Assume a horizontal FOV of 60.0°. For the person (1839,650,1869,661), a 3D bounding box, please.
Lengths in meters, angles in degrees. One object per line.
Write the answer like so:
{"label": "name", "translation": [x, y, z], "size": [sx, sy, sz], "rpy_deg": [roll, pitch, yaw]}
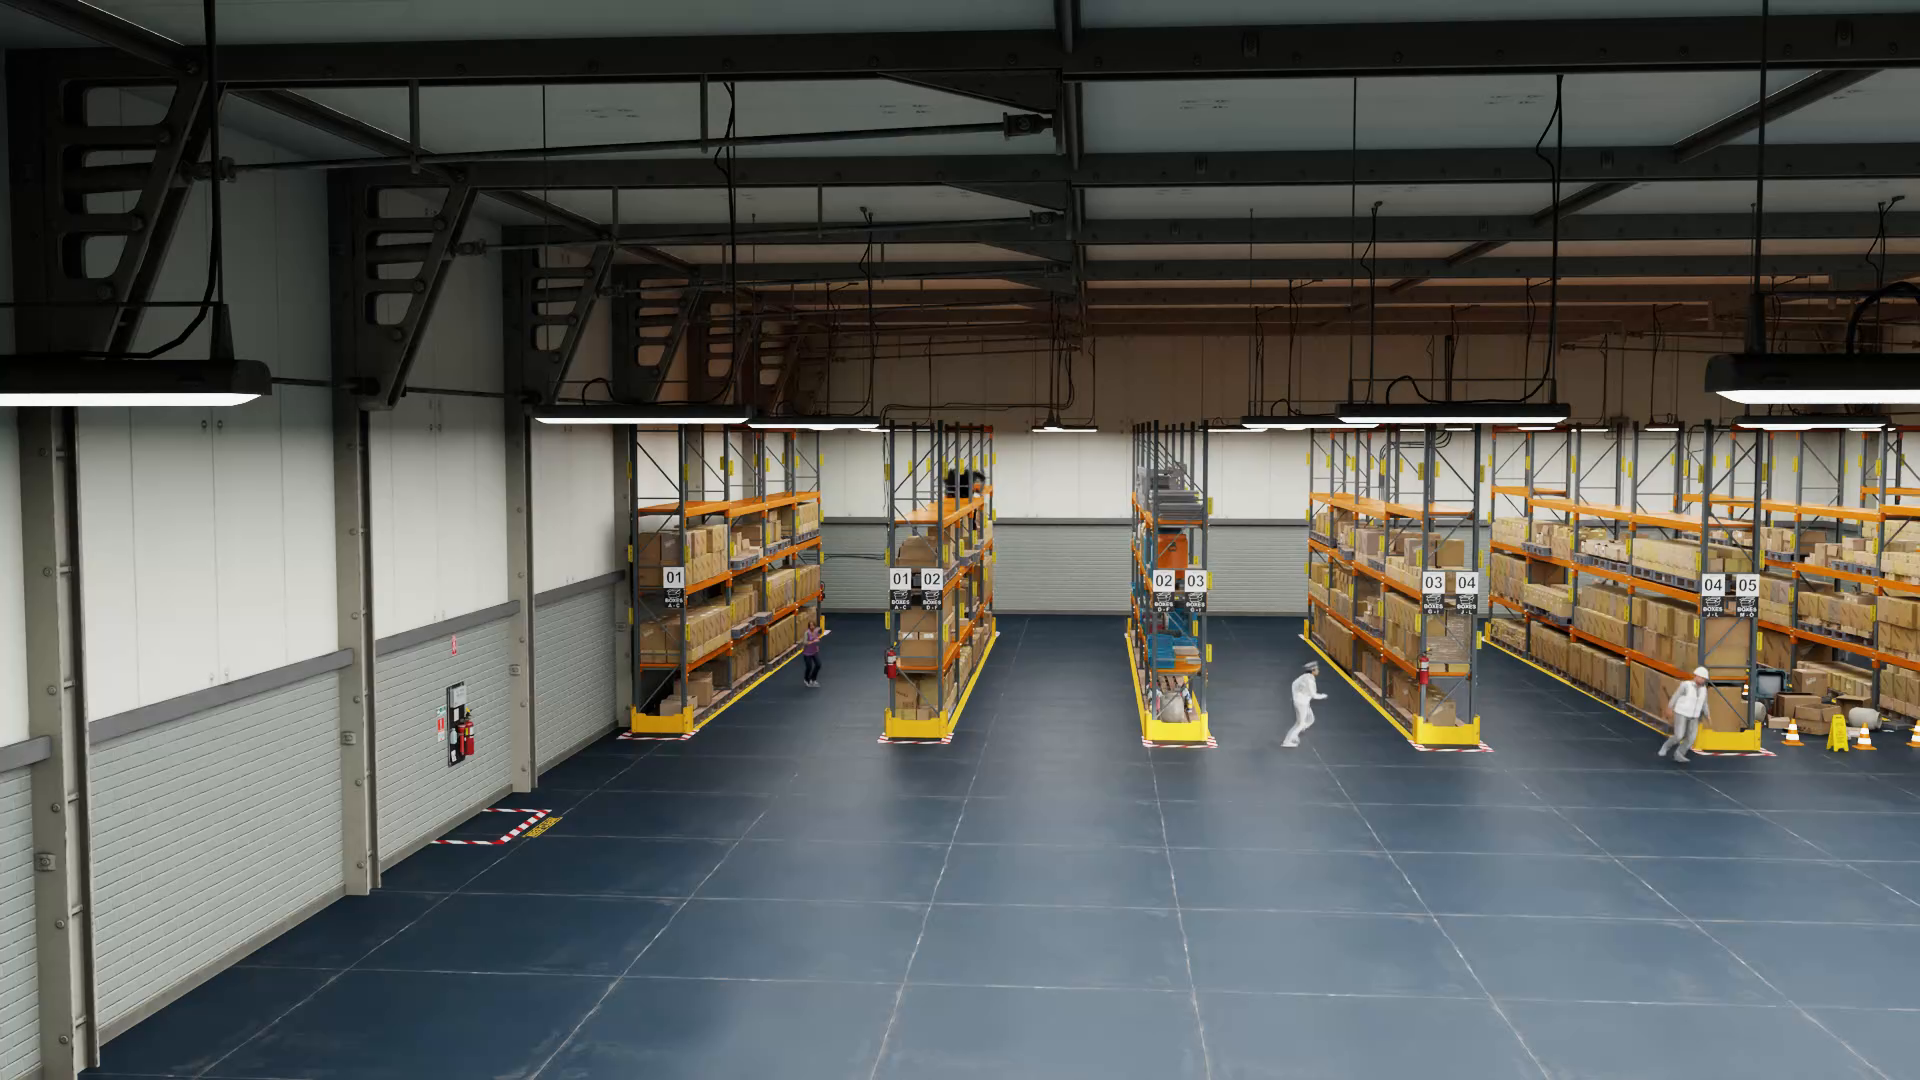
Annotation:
{"label": "person", "translation": [22.513, 2.250, 41.840], "size": [0.607, 1.633, 0.861], "rpy_deg": [-1, 4, -13]}

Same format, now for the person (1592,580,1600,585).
{"label": "person", "translation": [17.315, 1.965, 45.243], "size": [0.708, 1.782, 1.047], "rpy_deg": [-2, 4, -24]}

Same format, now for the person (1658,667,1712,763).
{"label": "person", "translation": [12.661, 3.032, 28.965], "size": [0.779, 1.694, 0.686], "rpy_deg": [-1, 4, -13]}

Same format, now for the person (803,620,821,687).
{"label": "person", "translation": [-3.386, 2.574, 37.570], "size": [0.492, 1.559, 0.800], "rpy_deg": [-2, 4, -30]}

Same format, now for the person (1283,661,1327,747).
{"label": "person", "translation": [6.326, 2.999, 30.471], "size": [0.812, 1.575, 0.594], "rpy_deg": [0, 4, 2]}
